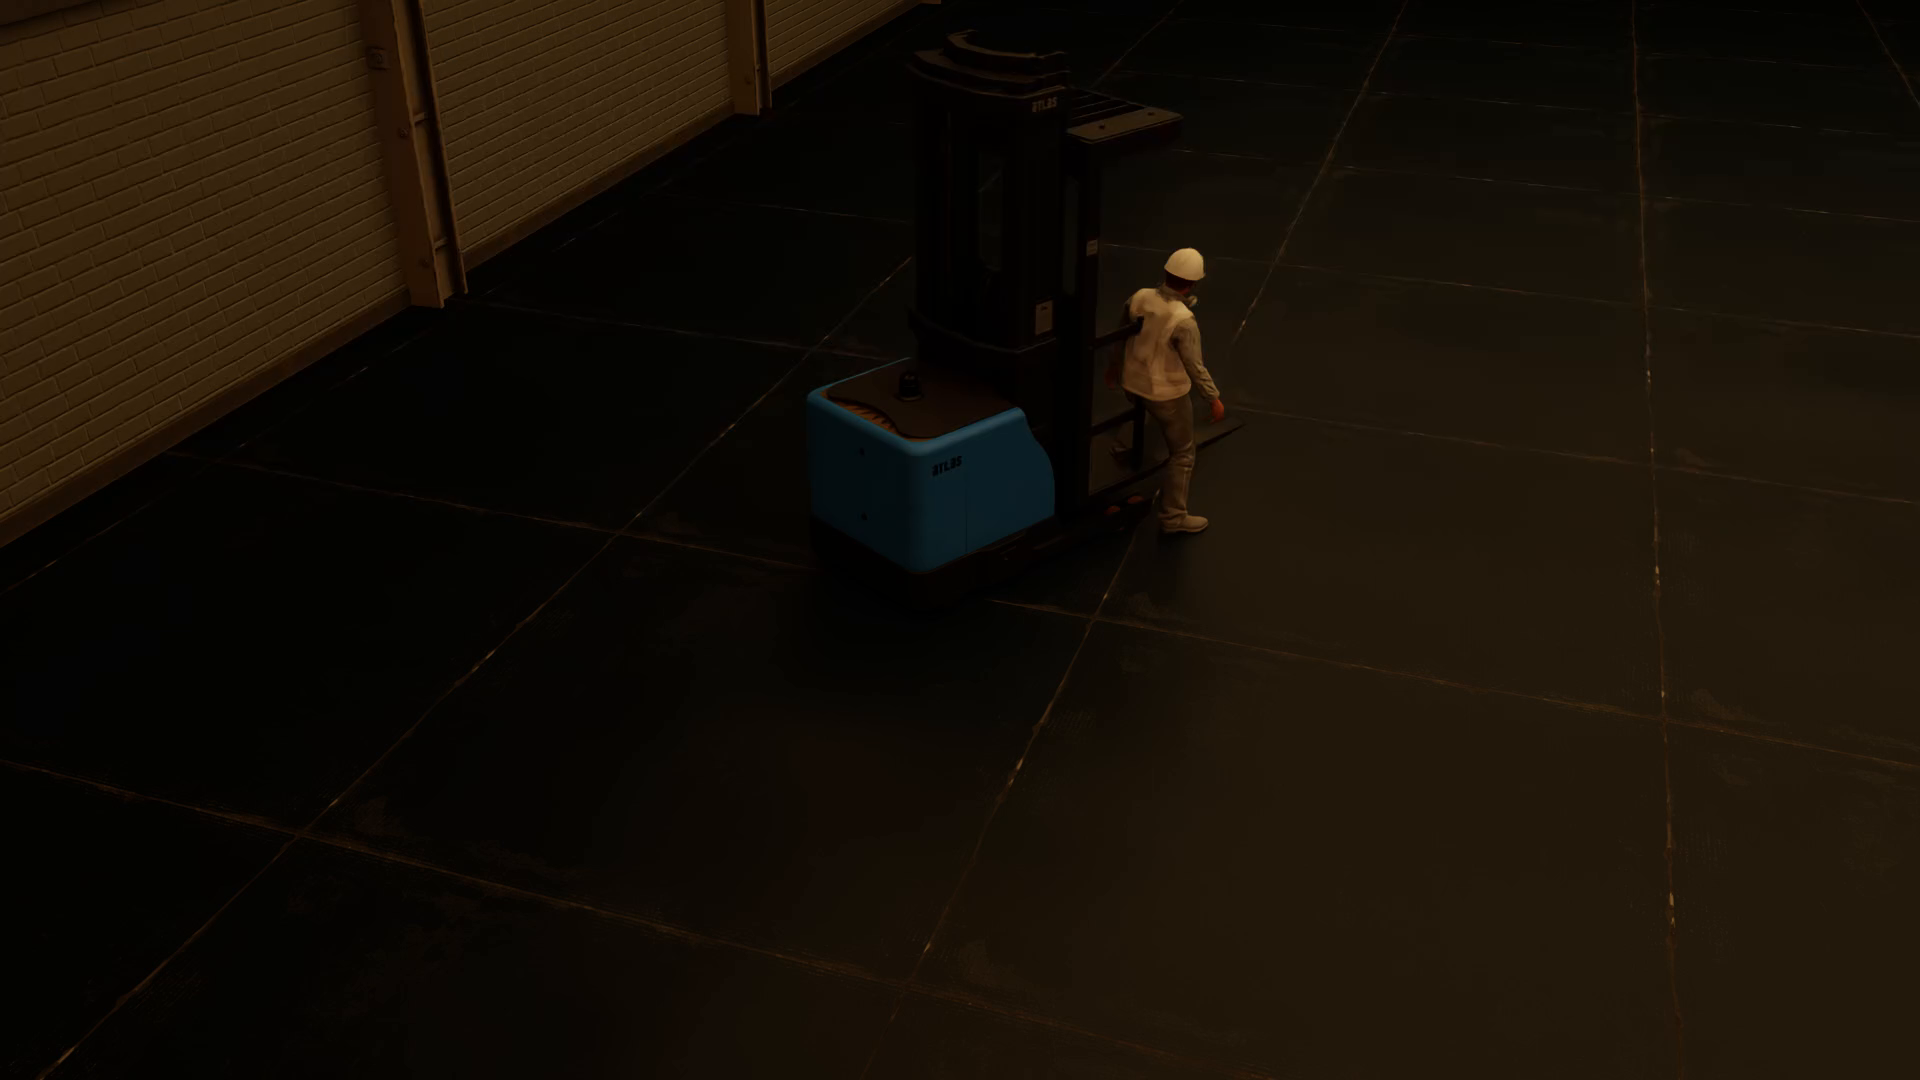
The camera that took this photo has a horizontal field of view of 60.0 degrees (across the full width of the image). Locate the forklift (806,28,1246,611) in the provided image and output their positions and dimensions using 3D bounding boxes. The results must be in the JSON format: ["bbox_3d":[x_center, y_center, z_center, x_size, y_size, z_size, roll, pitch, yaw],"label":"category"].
[{"bbox_3d":[0.549,-1.488,9.746,3.031,2.935,1.130,-24,37,-35],"label":"forklift"}]

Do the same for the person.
[{"bbox_3d":[1.253,-0.935,9.974,0.520,1.748,0.811,-24,37,-35],"label":"person"}]
